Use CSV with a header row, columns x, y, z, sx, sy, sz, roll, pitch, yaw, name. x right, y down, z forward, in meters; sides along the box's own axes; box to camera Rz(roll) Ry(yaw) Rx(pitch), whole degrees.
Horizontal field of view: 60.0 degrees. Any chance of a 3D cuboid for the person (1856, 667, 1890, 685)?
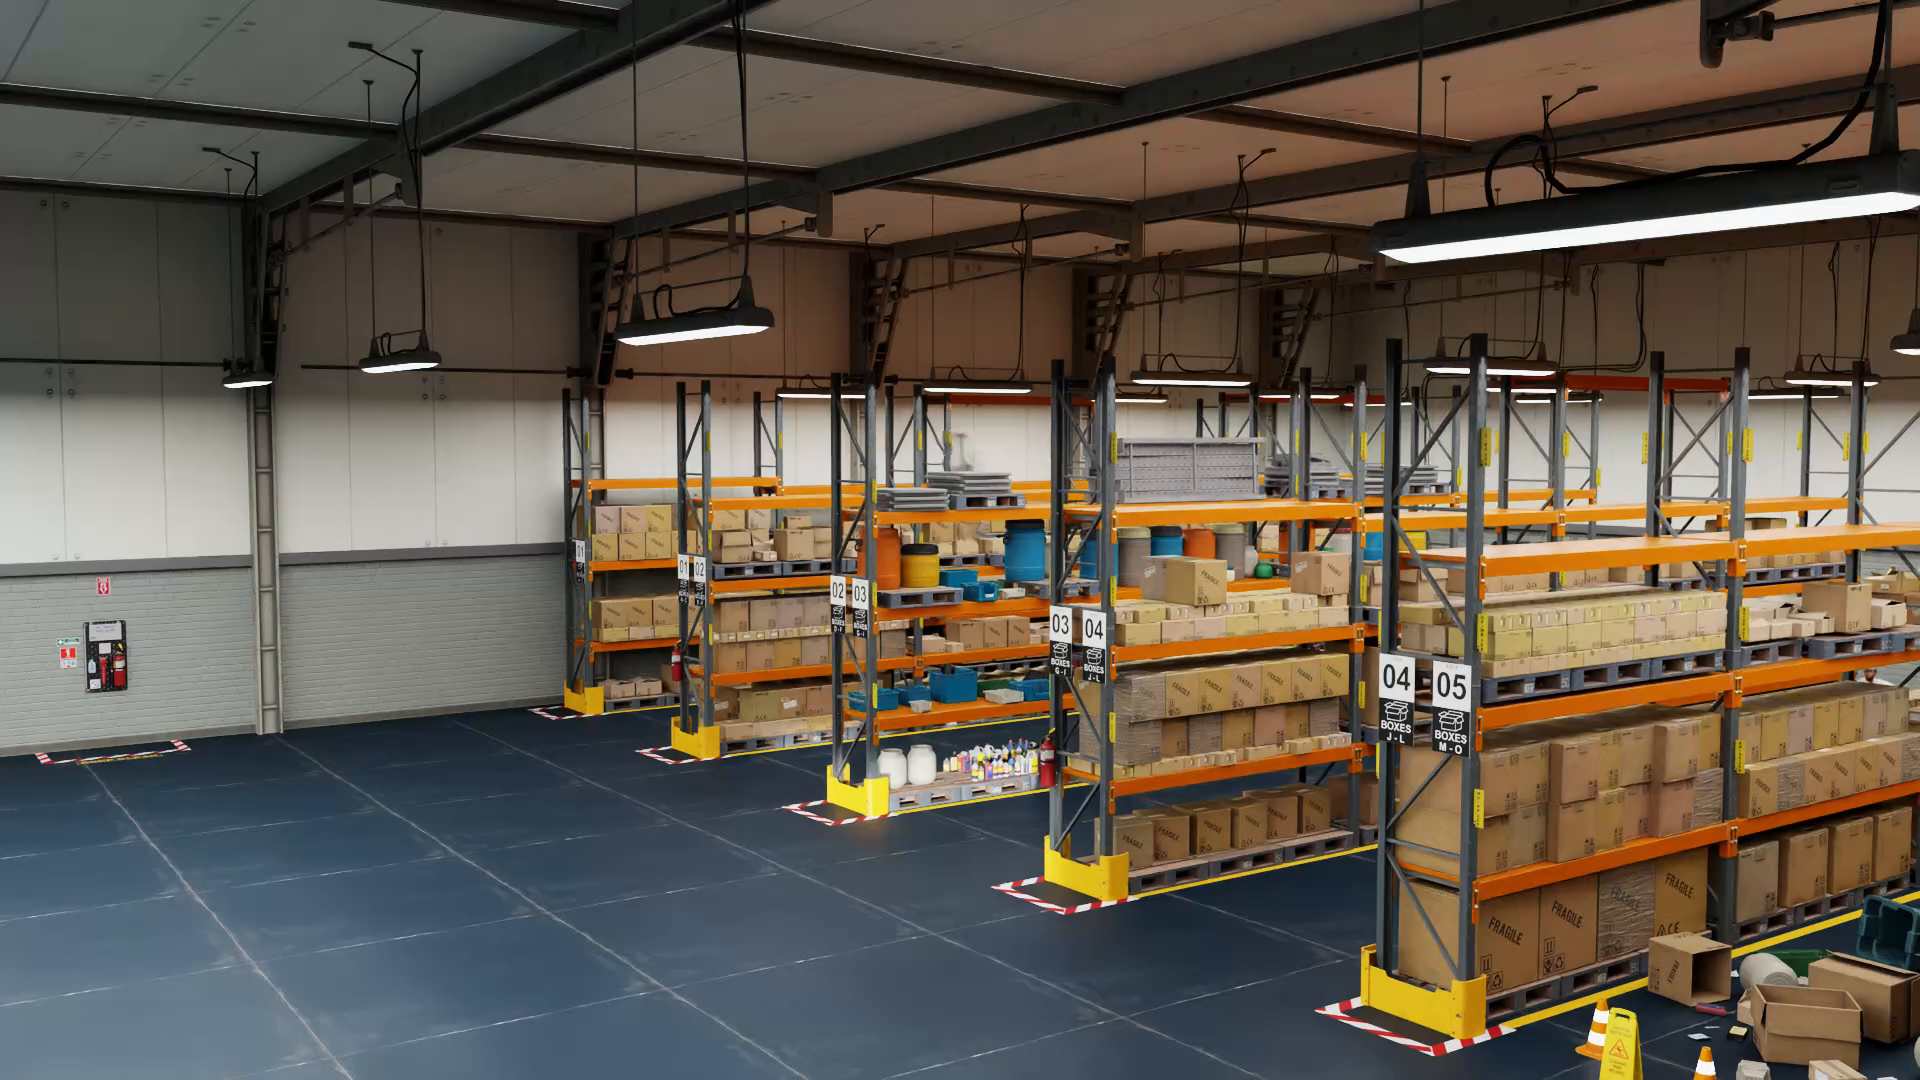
x,y,z,sx,sy,sz,roll,pitch,yaw,name
13.887,2.725,25.396,0.726,1.715,0.587,-3,5,-36,person
